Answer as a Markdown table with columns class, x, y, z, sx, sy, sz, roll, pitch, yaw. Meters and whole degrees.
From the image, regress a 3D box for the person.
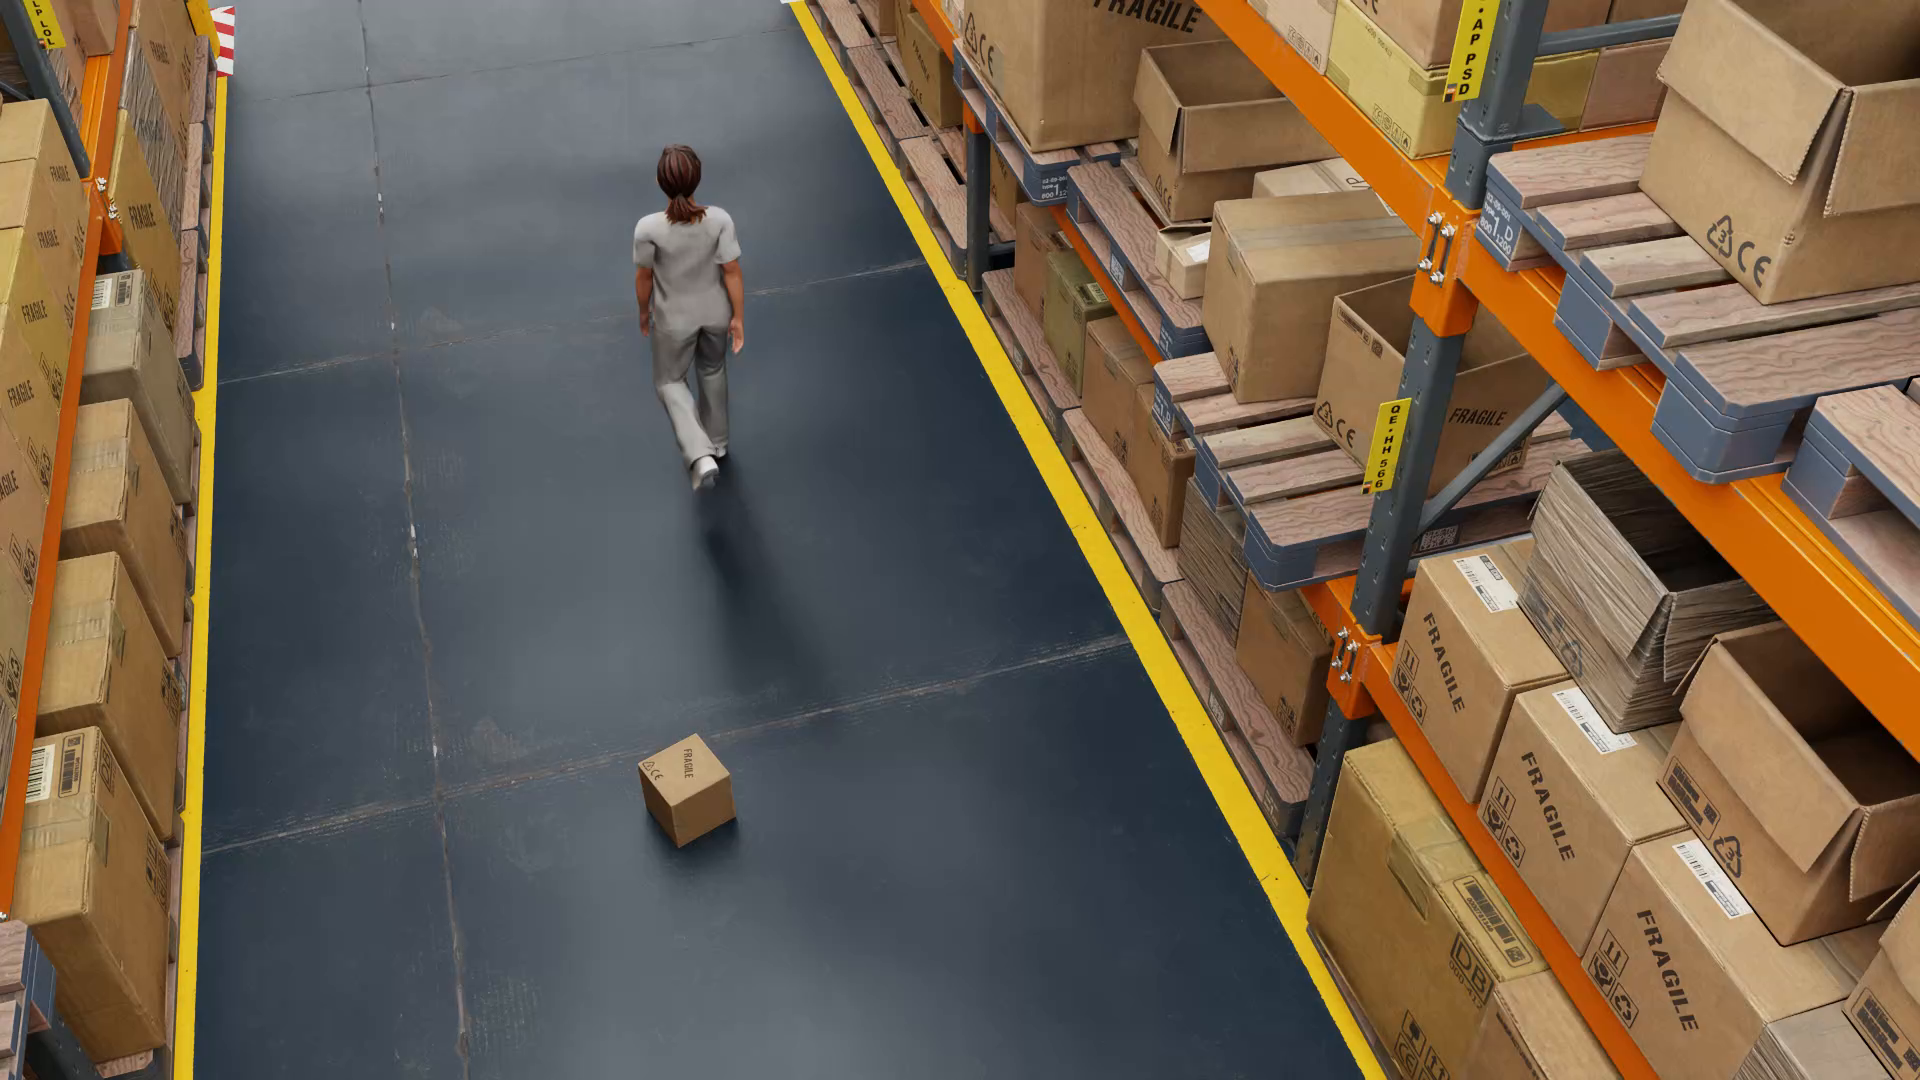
| class | x | y | z | sx | sy | sz | roll | pitch | yaw |
| --- | --- | --- | --- | --- | --- | --- | --- | --- | --- |
| person | -1.137 | -0.938 | 7.163 | 0.447 | 1.644 | 0.742 | -14 | 44 | -15 |
